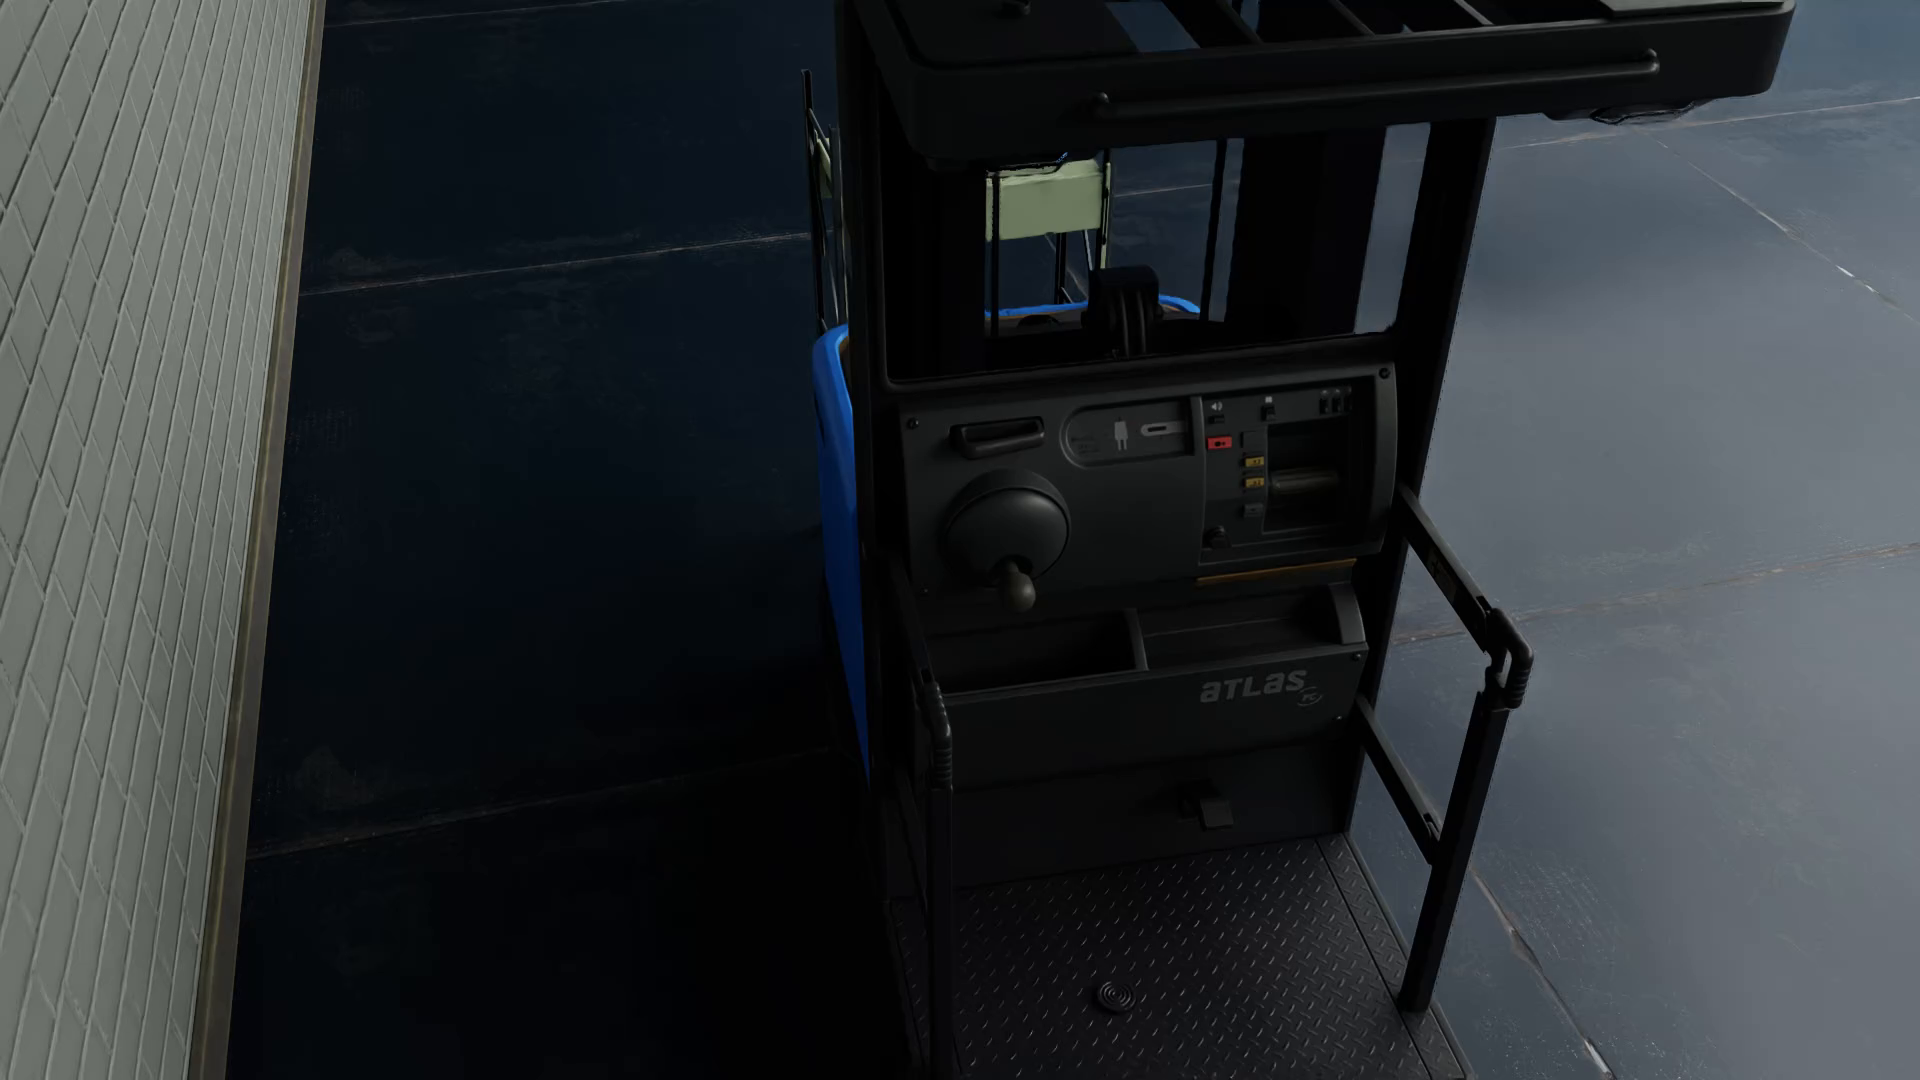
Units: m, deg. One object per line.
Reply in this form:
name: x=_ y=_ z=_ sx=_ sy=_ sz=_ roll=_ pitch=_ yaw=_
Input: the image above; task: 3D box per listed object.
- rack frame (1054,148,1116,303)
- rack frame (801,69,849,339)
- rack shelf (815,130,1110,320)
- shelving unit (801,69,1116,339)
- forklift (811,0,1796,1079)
rack frame: x=0.347 y=-0.653 z=4.869 sx=0.023 sy=1.500 sz=0.400 roll=-9 pitch=38 yaw=-12
rack frame: x=-0.360 y=-0.537 z=4.717 sx=0.023 sy=1.500 sz=0.400 roll=-9 pitch=38 yaw=-12
rack shelf: x=-0.006 y=-0.905 z=4.556 sx=0.720 sy=0.370 sz=0.431 roll=-9 pitch=38 yaw=-12
shelving unit: x=-0.006 y=-0.595 z=4.793 sx=0.755 sy=1.500 sz=0.431 roll=-9 pitch=38 yaw=-12
forklift: x=0.397 y=-0.032 z=2.879 sx=1.130 sy=2.935 sz=3.031 roll=-7 pitch=38 yaw=-9
